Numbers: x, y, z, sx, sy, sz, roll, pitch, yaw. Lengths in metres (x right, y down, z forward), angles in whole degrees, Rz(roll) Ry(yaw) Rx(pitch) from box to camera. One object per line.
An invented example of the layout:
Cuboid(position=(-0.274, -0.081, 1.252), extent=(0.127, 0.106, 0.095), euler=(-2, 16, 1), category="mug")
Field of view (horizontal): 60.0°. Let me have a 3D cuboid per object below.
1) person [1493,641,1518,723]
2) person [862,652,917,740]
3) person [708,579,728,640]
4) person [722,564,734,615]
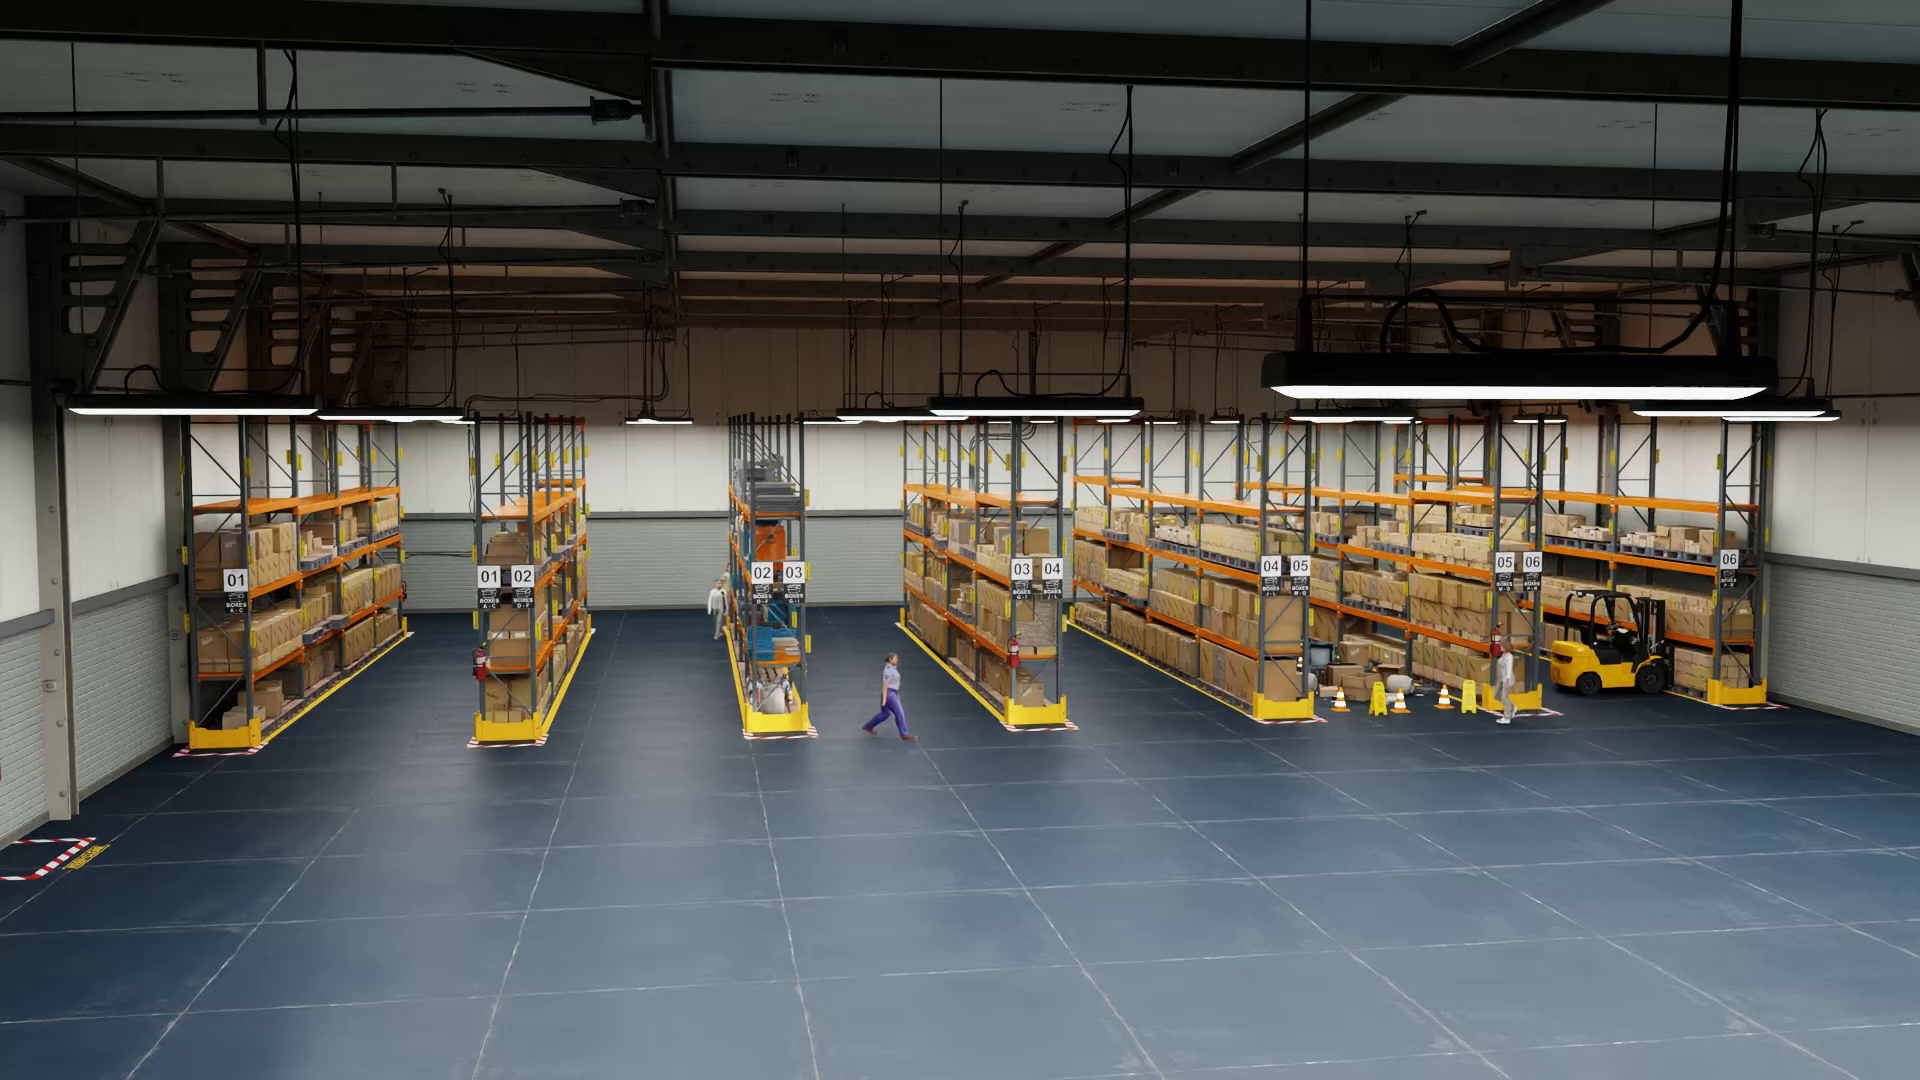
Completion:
Cuboid(position=(10.569, 2.729, 32.042), extent=(0.477, 1.588, 0.423), euler=(-1, 4, -9), category="person")
Cuboid(position=(-1.289, 2.858, 30.503), extent=(1.002, 1.580, 0.511), euler=(0, 4, 0), category="person")
Cuboid(position=(-6.533, 1.849, 44.800), extent=(0.476, 1.627, 1.055), euler=(1, 4, 12), category="person")
Cuboid(position=(-6.878, 1.510, 49.820), extent=(0.466, 1.604, 1.105), euler=(-4, 5, -43), category="person")
